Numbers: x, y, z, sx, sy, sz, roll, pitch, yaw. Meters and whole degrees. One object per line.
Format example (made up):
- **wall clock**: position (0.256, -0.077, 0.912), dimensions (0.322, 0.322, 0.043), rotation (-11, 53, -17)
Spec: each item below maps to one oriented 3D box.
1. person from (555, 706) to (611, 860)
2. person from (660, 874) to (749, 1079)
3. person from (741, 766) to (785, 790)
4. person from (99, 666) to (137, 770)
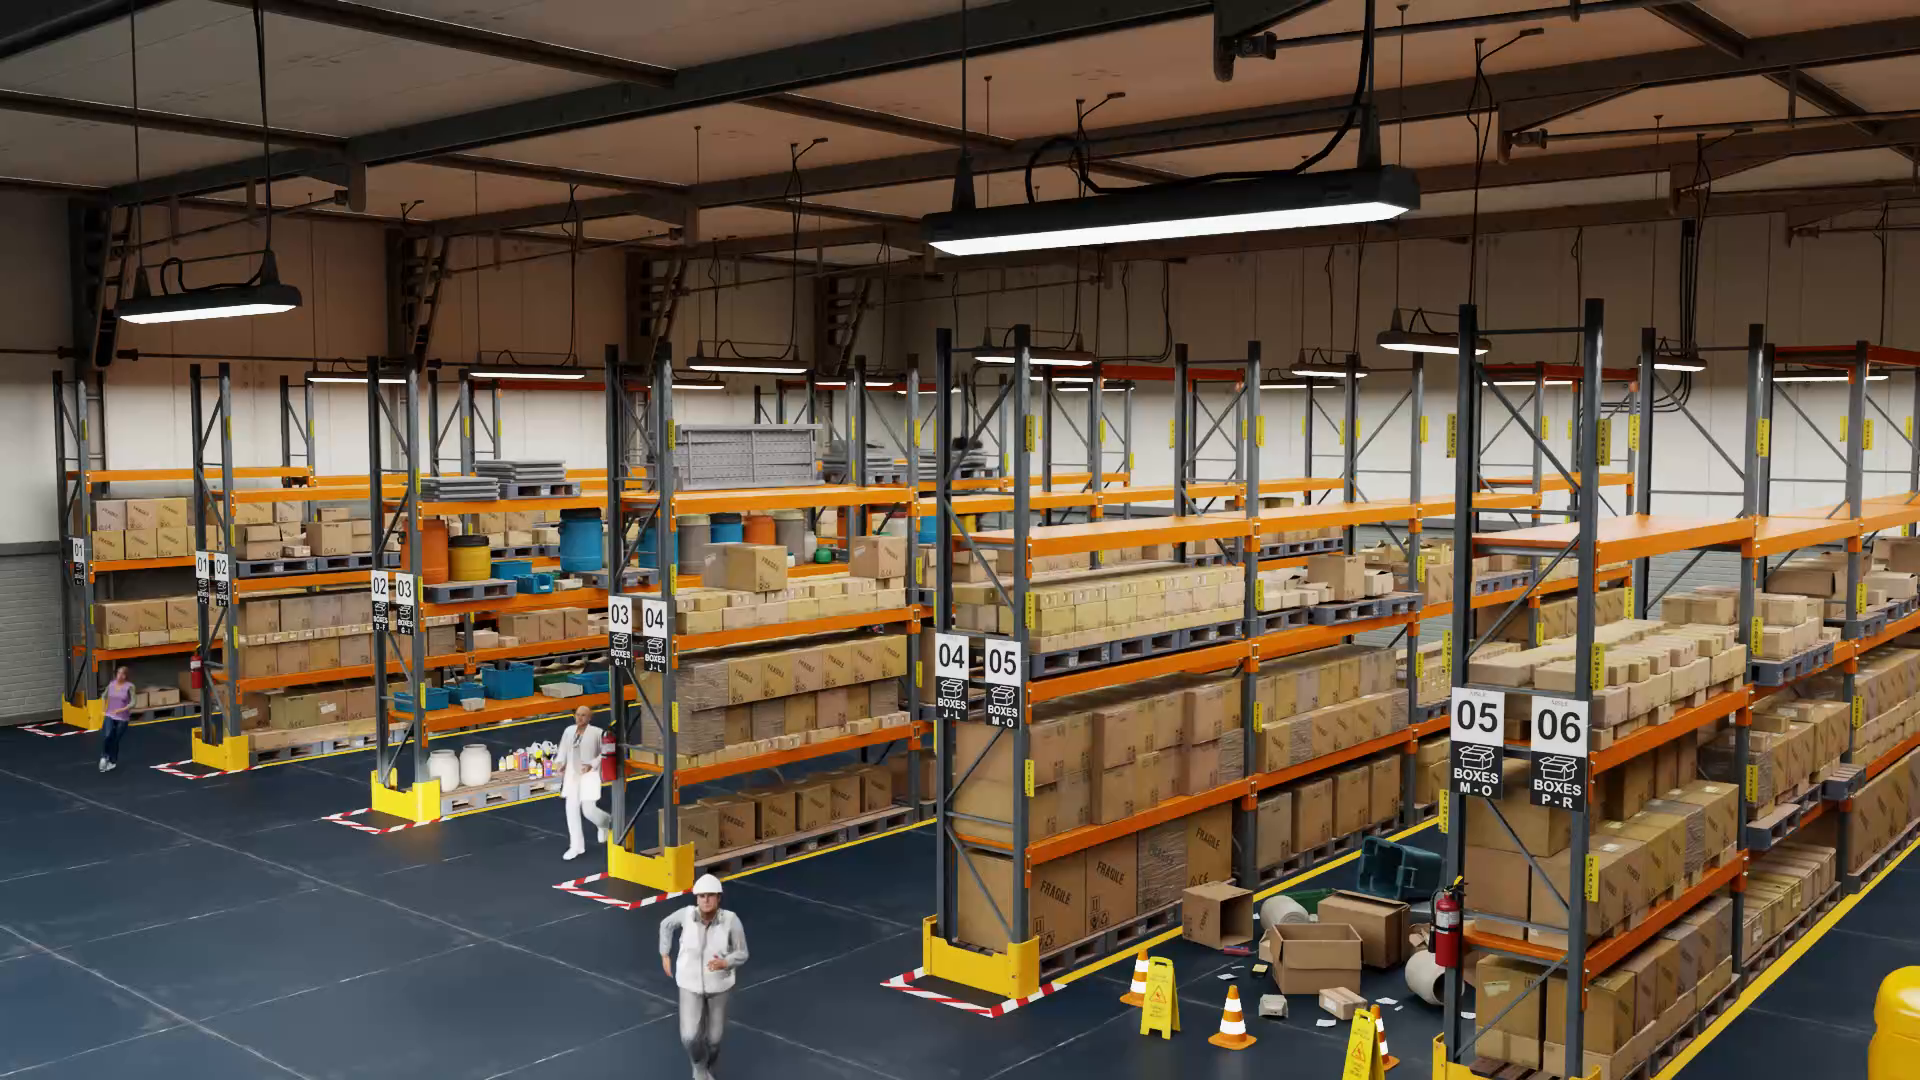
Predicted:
- **person**: position (-4.508, 2.853, 19.879), dimensions (0.735, 1.758, 0.922), rotation (1, 4, 13)
- **person**: position (-1.943, 3.371, 12.590), dimensions (0.690, 1.723, 0.765), rotation (0, 4, -4)
- **person**: position (-2.588, 2.781, 22.162), dimensions (0.514, 1.629, 0.761), rotation (3, 5, 40)
- **person**: position (-12.362, 2.623, 24.391), dimensions (0.538, 1.533, 0.582), rotation (-1, 4, -13)
